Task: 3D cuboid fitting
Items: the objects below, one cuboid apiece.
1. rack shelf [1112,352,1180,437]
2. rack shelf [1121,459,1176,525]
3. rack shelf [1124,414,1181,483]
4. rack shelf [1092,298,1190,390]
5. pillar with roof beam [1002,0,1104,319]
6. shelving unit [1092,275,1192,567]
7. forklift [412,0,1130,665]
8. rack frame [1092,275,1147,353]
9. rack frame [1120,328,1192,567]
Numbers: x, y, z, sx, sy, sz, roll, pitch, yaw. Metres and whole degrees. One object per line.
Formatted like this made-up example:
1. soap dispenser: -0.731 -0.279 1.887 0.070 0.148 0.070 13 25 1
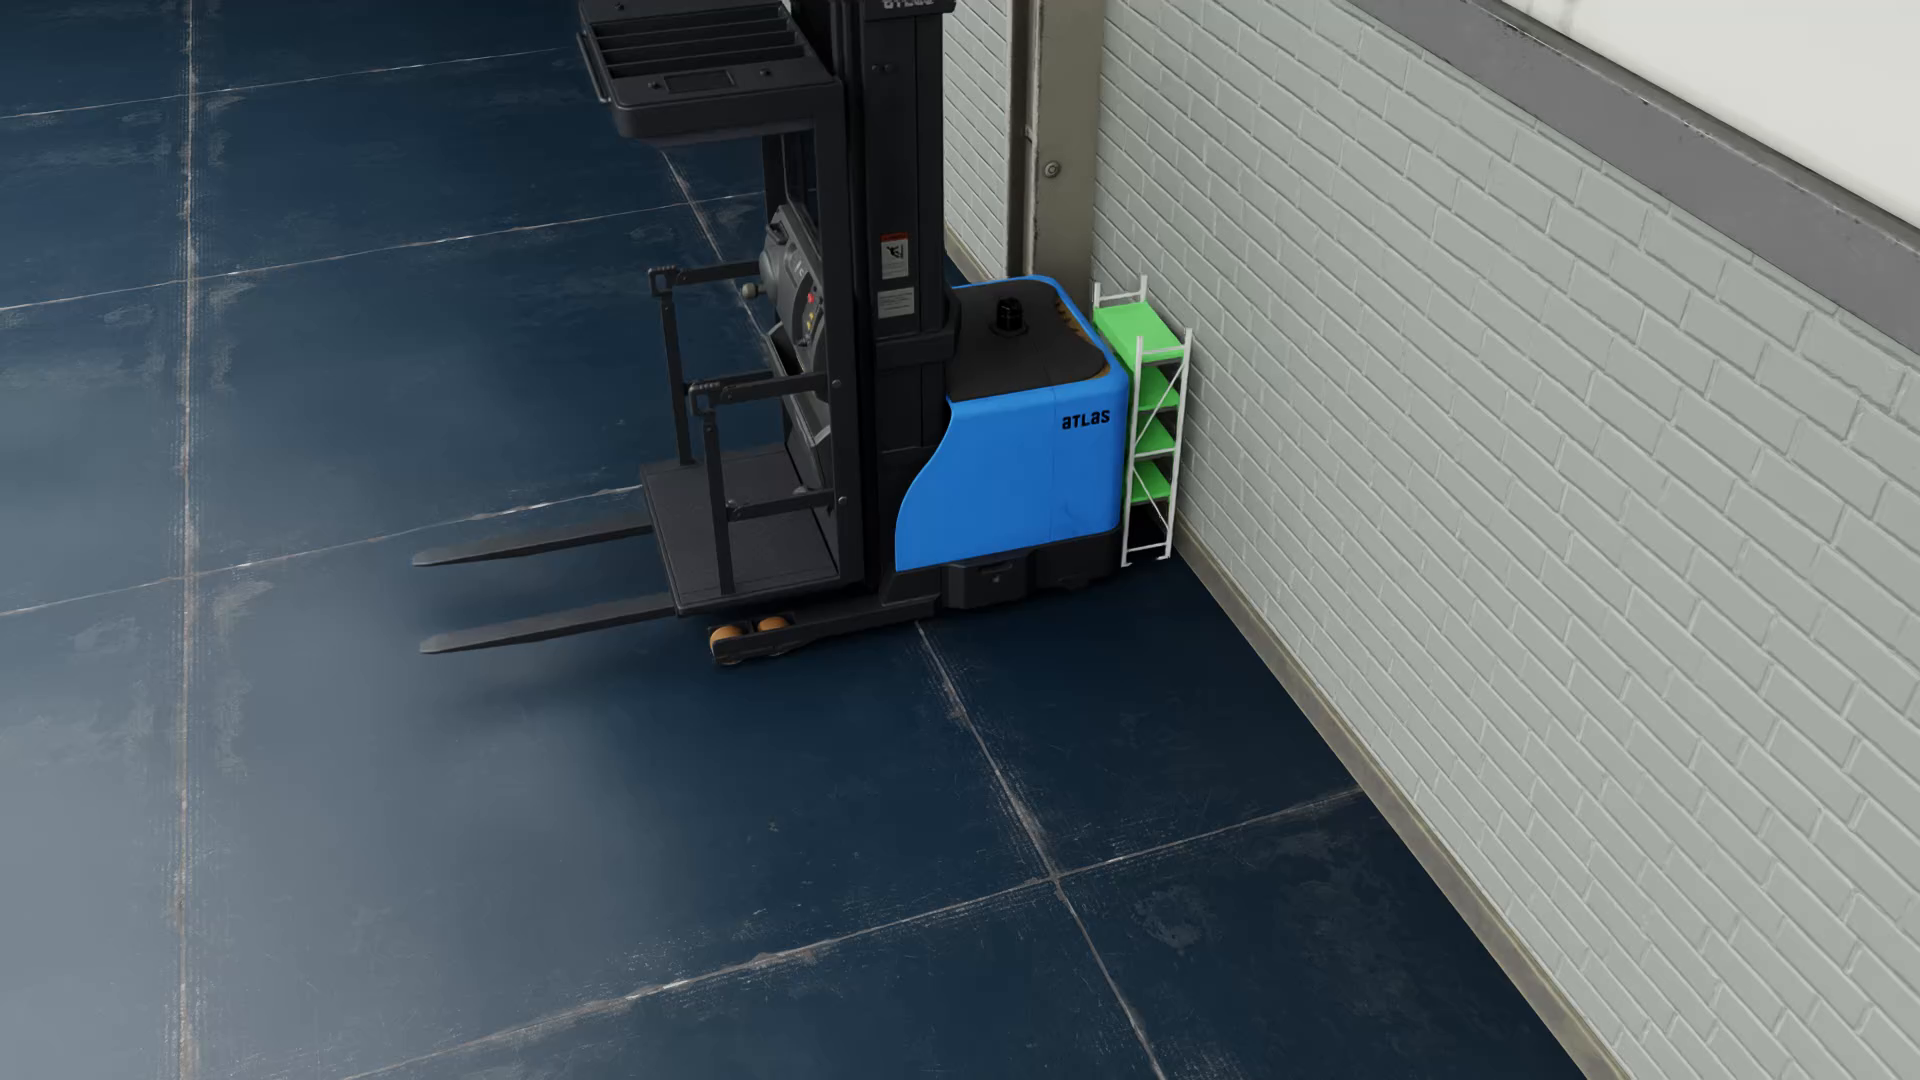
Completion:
1. rack shelf: 0.777 -0.662 7.338 0.258 0.148 0.480 -11 38 -14
2. rack shelf: 0.776 -0.278 7.627 0.258 0.148 0.480 -11 38 -14
3. rack shelf: 0.776 -0.470 7.483 0.258 0.148 0.480 -11 38 -14
4. rack shelf: 0.777 -0.853 7.194 0.258 0.148 0.480 -11 38 -14
5. pillar with roof beam: -3.618 -3.404 4.789 9.100 9.000 0.400 -12 39 -16
6. shelving unit: 0.776 -0.521 7.444 0.258 1.200 0.503 -11 38 -14
7. forklift: -0.855 -0.999 6.640 3.031 2.935 1.130 -11 38 -14
8. rack frame: 0.704 -0.661 7.630 0.240 1.200 0.015 -11 38 -14
9. rack frame: 0.849 -0.381 7.258 0.240 1.200 0.015 -11 38 -14
